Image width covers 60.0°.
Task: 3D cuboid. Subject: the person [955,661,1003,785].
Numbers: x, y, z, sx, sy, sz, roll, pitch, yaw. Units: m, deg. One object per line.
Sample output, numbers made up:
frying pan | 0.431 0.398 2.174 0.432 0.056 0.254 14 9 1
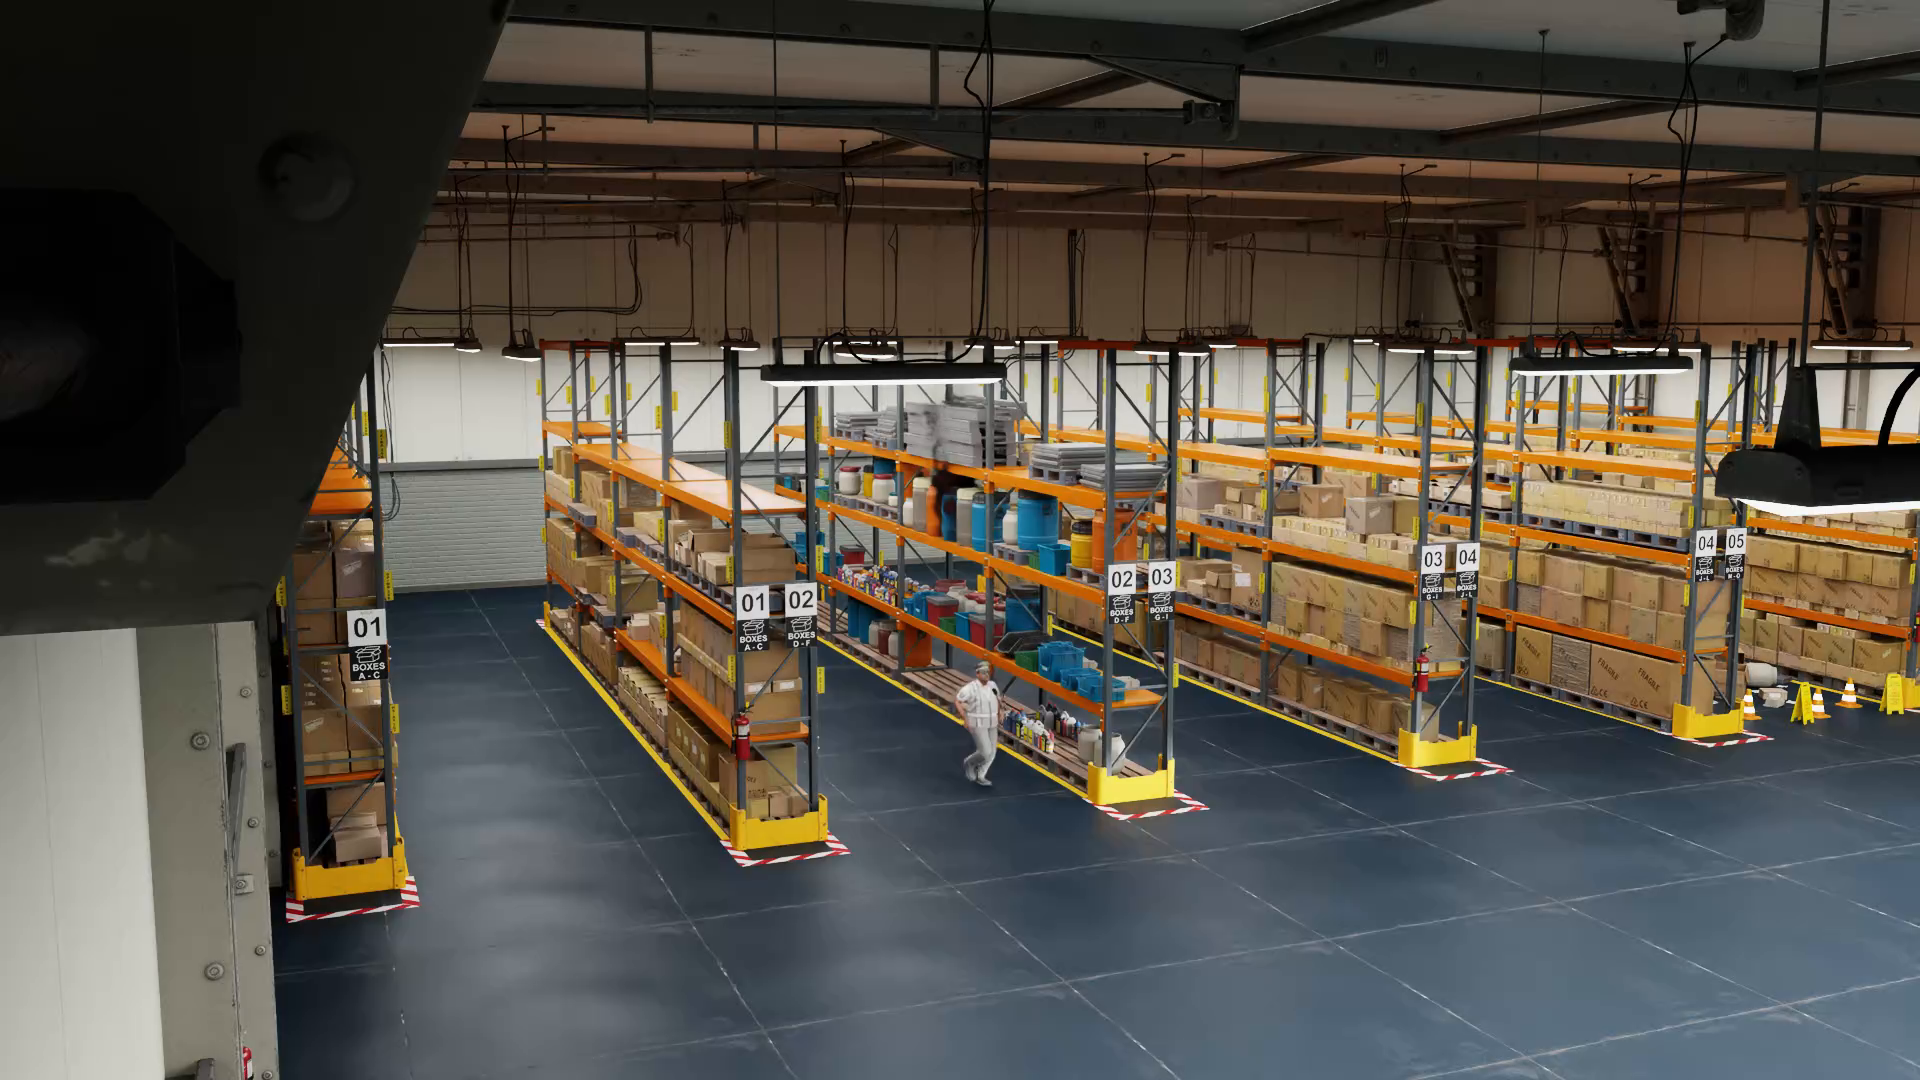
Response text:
person | 0.344 2.517 22.735 0.664 1.734 0.590 -5 9 -34

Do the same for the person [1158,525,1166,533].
person | 5.121 0.084 41.412 0.892 1.749 0.690 -3 8 -24
